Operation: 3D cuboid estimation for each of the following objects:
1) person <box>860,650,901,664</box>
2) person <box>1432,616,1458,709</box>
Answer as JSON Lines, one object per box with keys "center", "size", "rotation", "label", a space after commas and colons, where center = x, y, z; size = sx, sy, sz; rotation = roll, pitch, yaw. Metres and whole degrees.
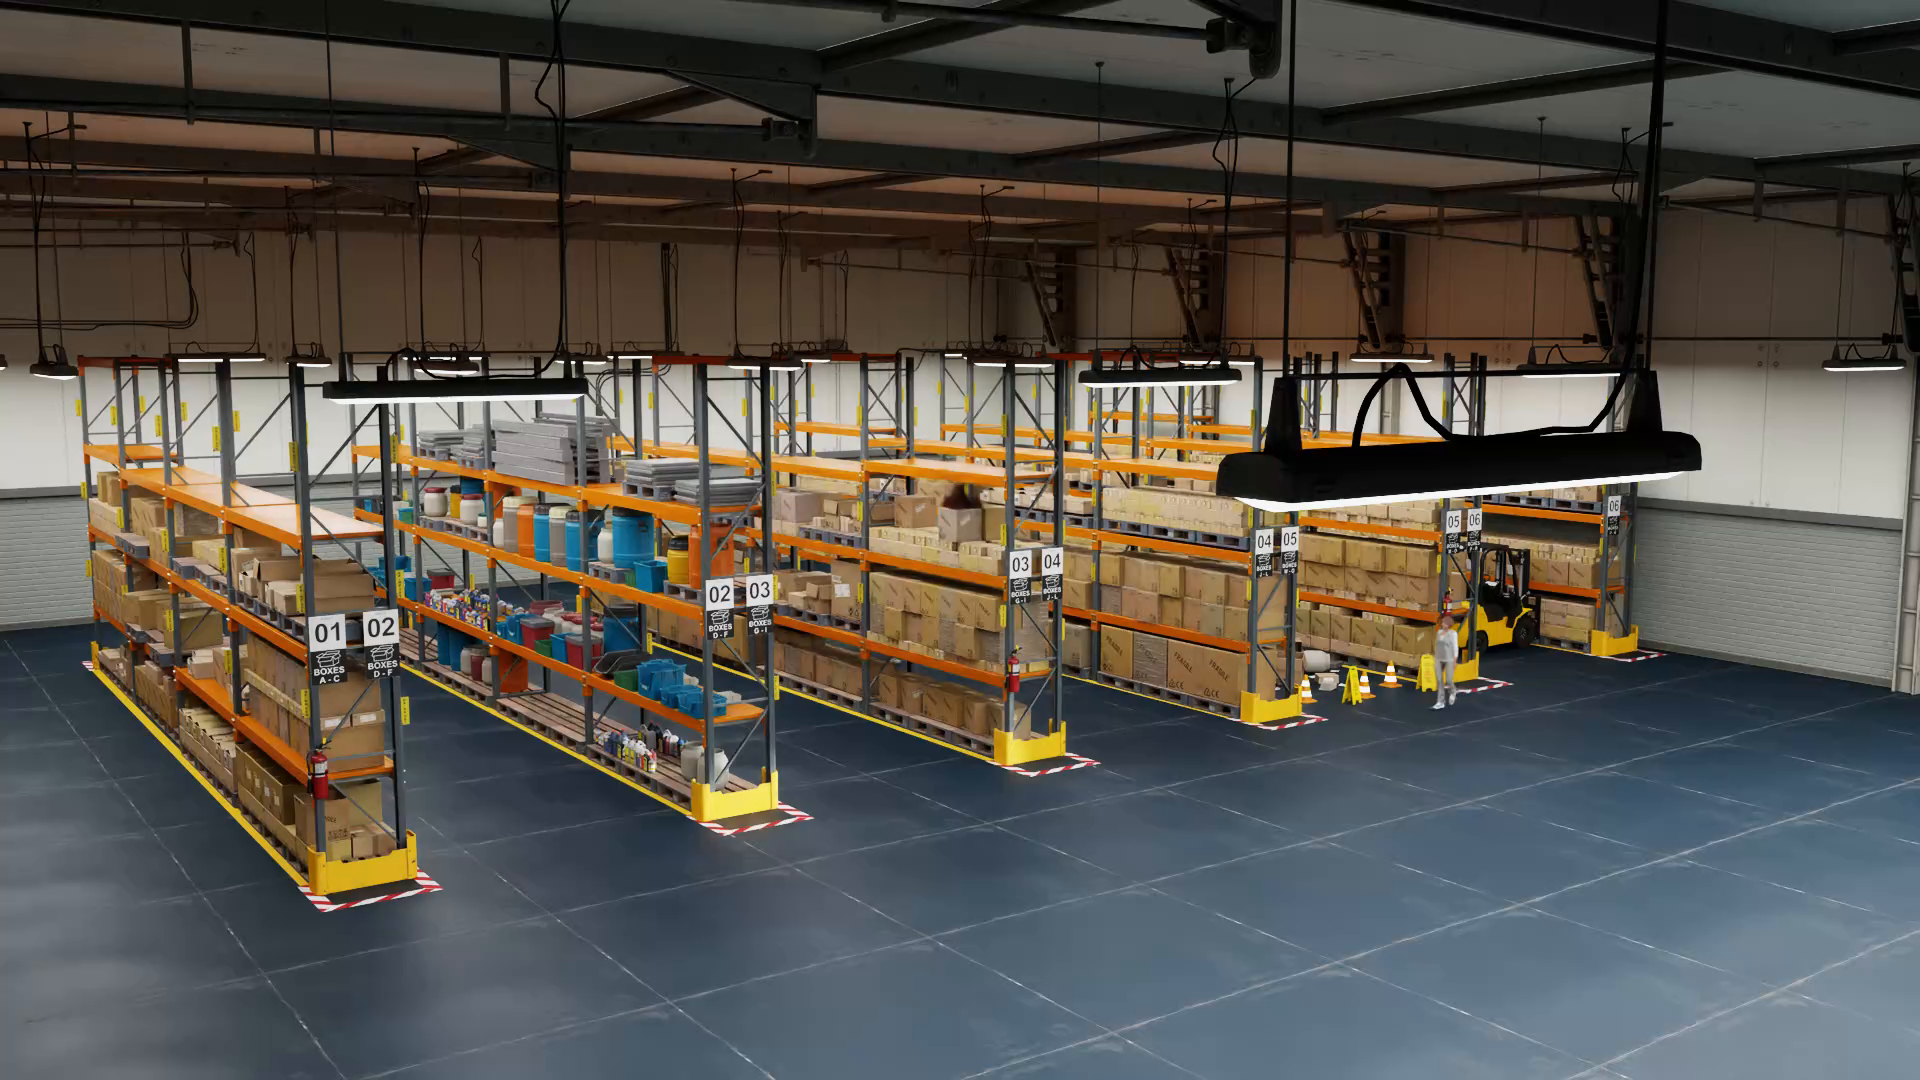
{"center": [-1.553, 1.589, 32.458], "size": [0.549, 1.620, 1.015], "rotation": [-6, 9, -43], "label": "person"}
{"center": [8.315, 2.082, 28.457], "size": [0.432, 1.596, 0.460], "rotation": [5, 8, 33], "label": "person"}
